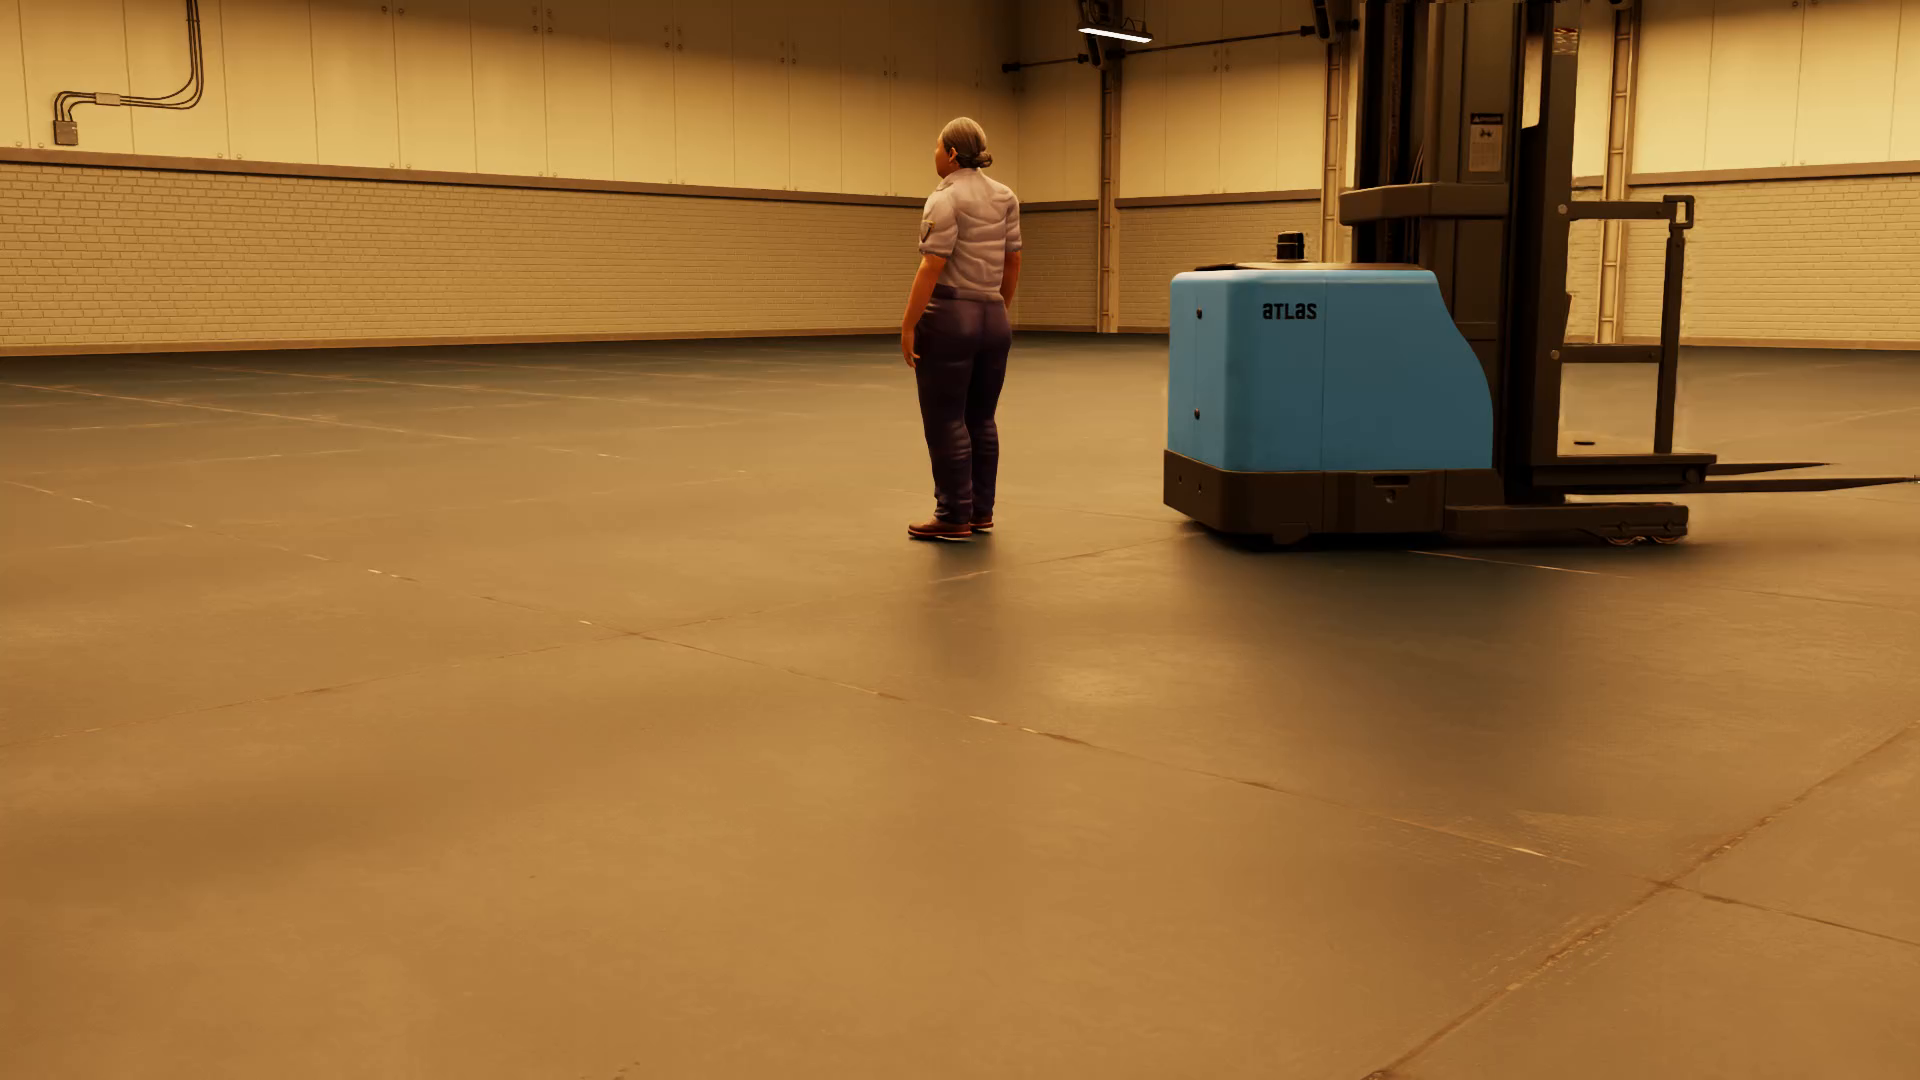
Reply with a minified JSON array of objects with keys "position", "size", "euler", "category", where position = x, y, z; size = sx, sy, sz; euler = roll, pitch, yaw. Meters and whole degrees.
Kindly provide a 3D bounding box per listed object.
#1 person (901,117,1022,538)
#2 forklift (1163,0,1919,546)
[{"position":[-0.049,-0.829,6.673],"size":[0.502,1.641,0.598],"euler":[8,12,43],"category":"person"},{"position":[2.450,-1.503,6.858],"size":[3.031,2.935,1.130],"euler":[-1,9,-8],"category":"forklift"}]
